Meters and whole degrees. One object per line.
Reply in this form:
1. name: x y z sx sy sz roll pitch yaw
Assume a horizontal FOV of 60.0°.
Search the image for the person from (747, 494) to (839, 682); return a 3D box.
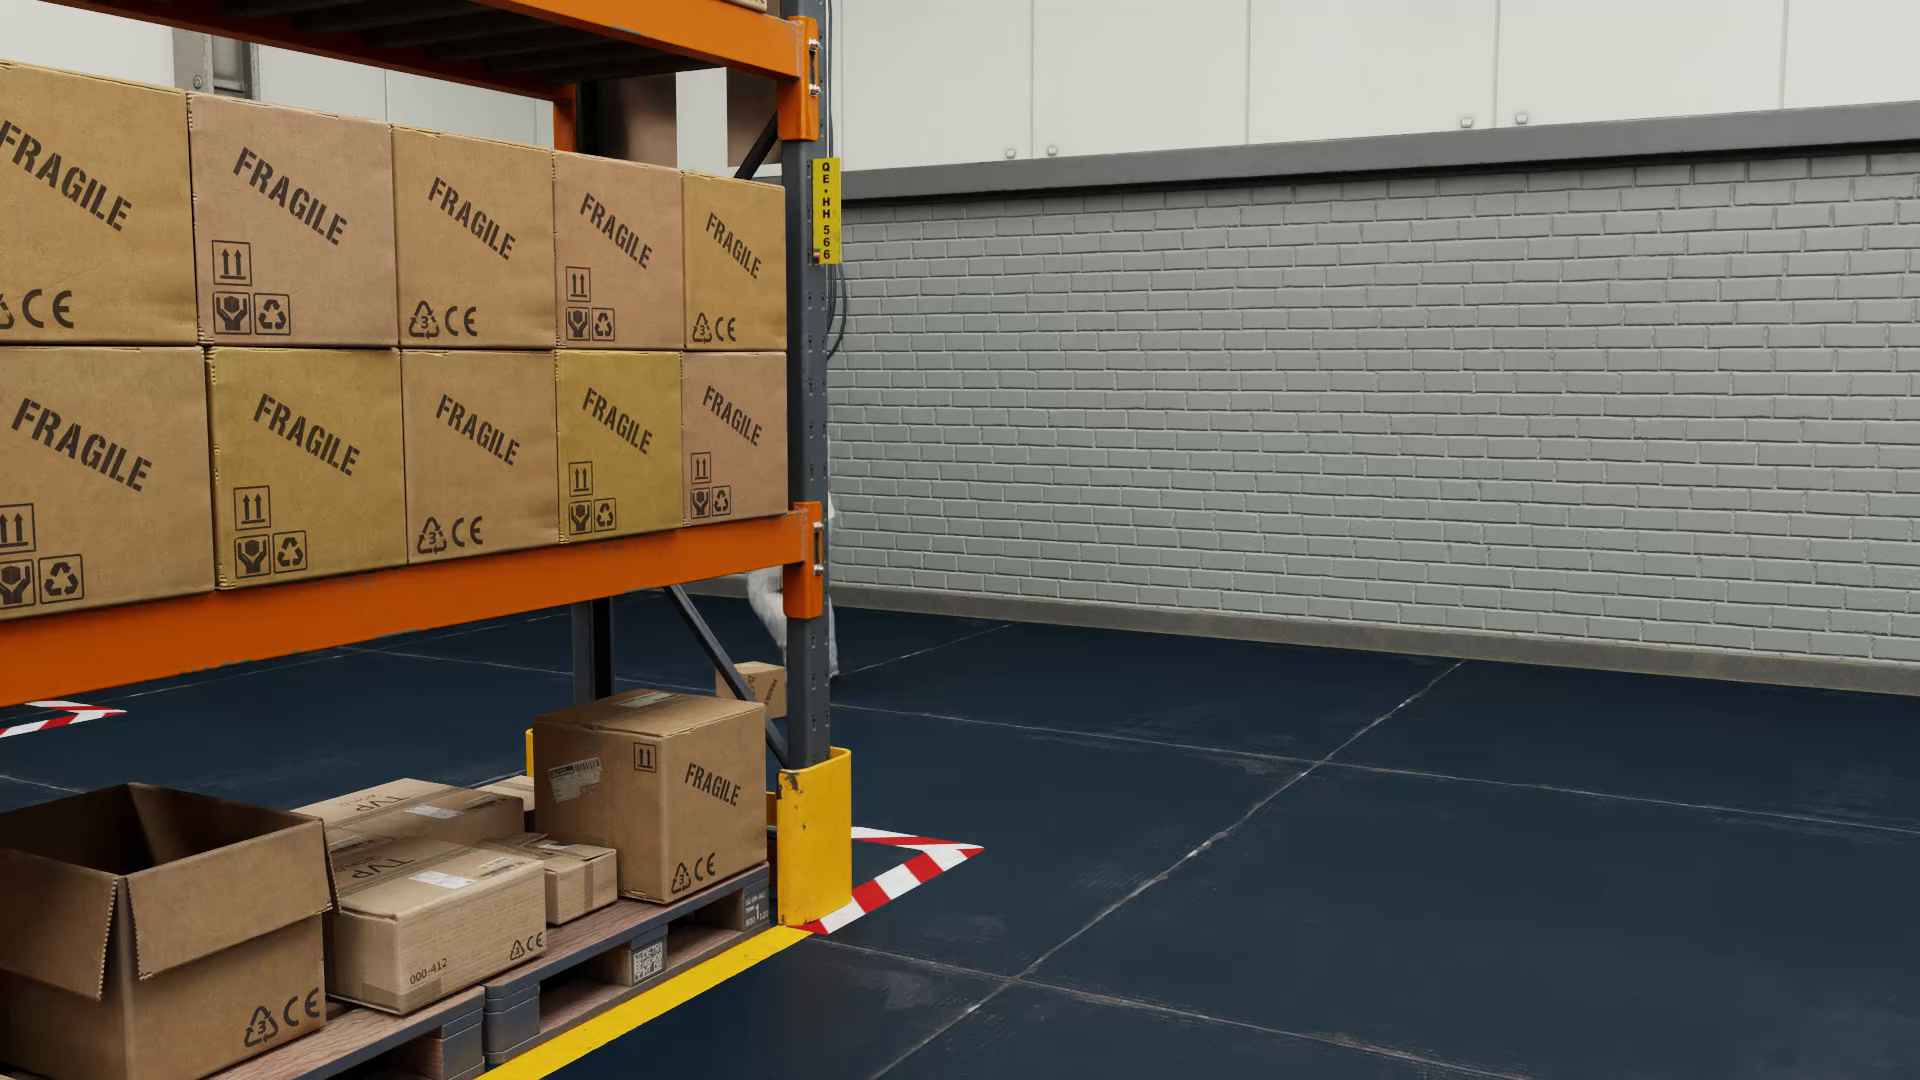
1. person: -0.913 -0.049 9.190 0.476 1.653 0.578 3 7 28
